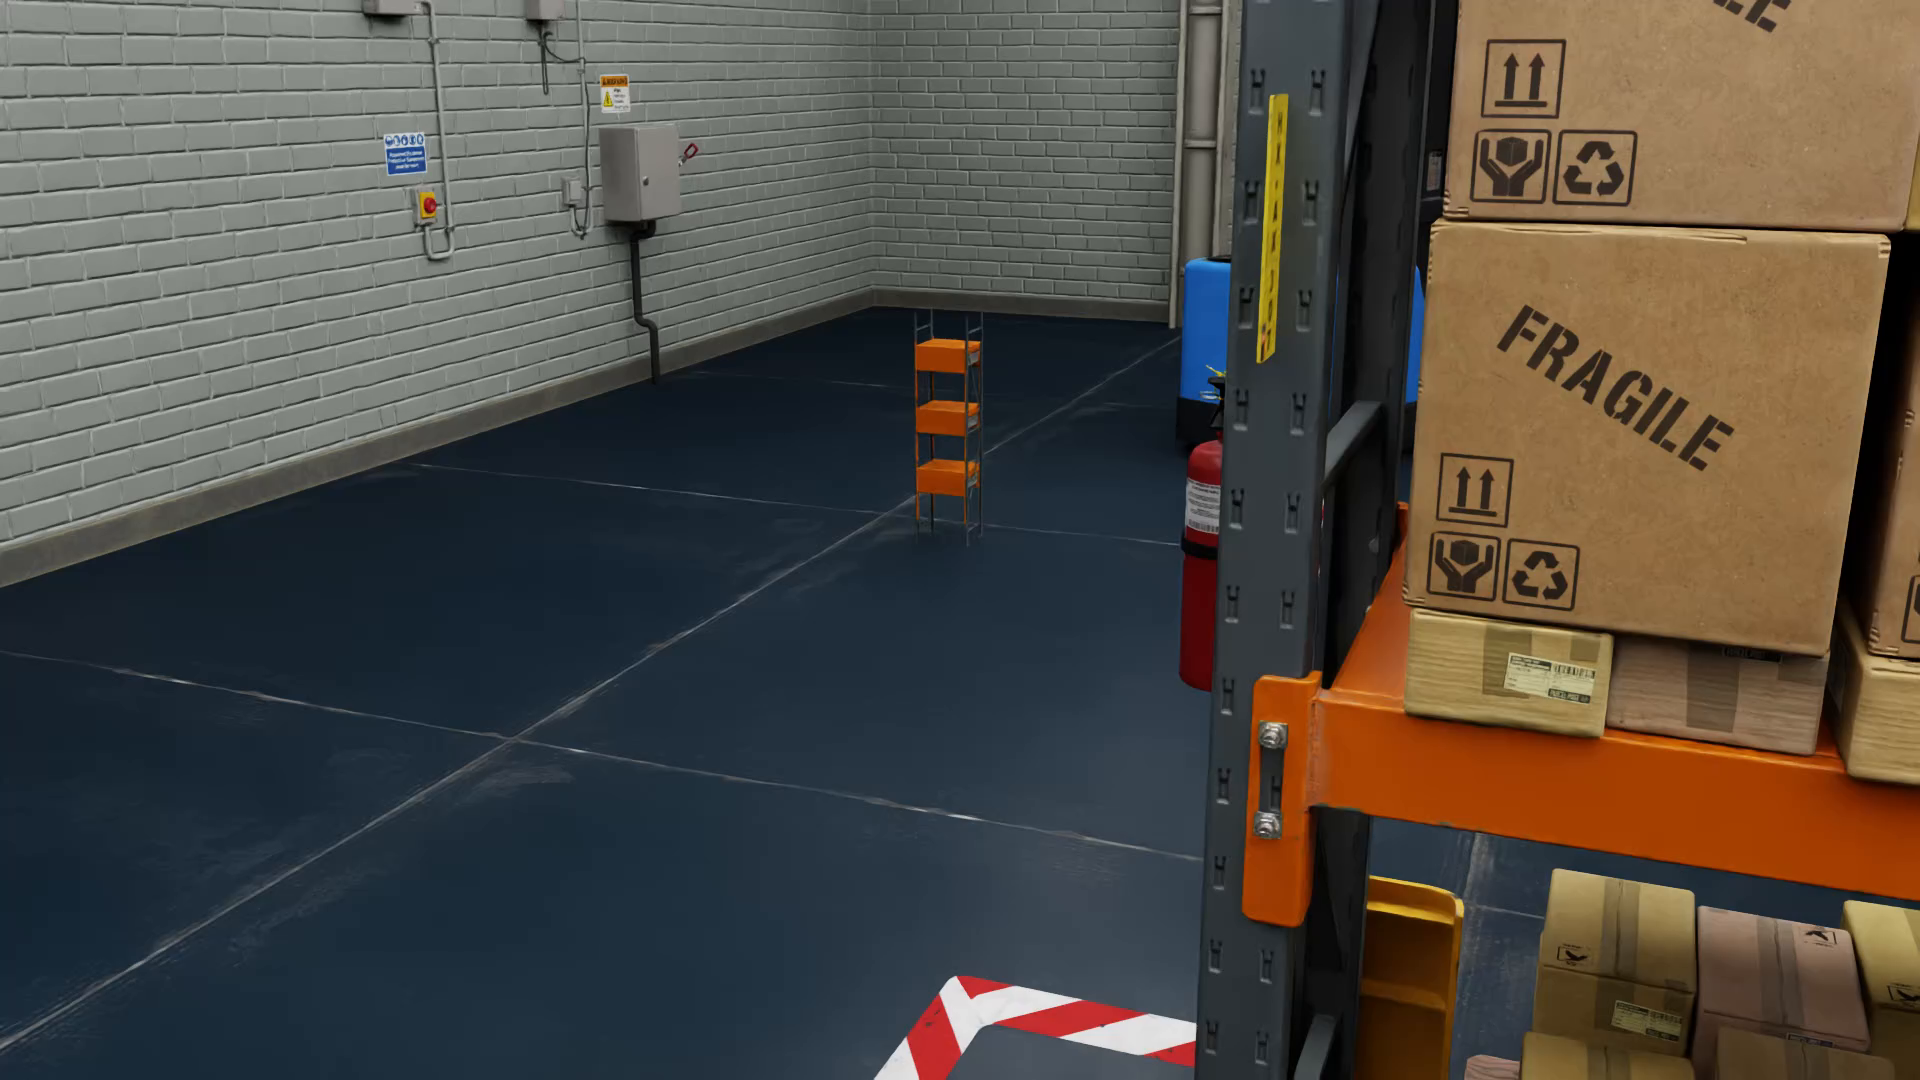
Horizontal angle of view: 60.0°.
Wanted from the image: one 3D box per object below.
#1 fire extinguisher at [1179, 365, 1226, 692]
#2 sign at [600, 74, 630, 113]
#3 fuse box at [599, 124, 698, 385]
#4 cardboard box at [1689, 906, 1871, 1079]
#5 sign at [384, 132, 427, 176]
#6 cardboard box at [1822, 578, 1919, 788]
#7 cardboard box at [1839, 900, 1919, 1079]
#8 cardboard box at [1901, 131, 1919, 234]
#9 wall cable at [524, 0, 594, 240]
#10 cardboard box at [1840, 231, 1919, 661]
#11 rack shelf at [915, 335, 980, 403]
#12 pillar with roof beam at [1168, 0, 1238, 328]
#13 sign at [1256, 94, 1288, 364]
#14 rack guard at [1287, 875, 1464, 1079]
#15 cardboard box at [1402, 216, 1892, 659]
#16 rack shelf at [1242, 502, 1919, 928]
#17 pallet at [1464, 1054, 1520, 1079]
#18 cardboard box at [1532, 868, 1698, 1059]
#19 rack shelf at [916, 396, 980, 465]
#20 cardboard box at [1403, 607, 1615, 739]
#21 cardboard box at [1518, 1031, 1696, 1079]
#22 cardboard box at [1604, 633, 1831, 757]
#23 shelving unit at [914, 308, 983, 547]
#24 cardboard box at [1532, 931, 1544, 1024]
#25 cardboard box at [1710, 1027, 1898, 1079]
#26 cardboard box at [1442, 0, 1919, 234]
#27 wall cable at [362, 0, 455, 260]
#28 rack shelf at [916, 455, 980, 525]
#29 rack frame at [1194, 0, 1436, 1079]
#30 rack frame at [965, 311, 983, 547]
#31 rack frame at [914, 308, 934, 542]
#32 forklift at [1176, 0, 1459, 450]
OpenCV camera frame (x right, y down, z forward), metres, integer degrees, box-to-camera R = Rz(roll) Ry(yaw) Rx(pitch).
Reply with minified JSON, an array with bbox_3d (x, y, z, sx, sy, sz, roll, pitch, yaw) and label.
[{"bbox_3d":[0.526,-0.043,3.250,0.183,0.674,0.296,6,17,21],"label":"fire extinguisher"},{"bbox_3d":[-2.248,-2.912,10.844,0.001,0.242,0.339,6,17,21],"label":"sign"},{"bbox_3d":[-2.035,-1.890,11.115,0.414,1.711,0.539,6,17,21],"label":"fuse box"},{"bbox_3d":[1.389,0.797,2.842,0.250,0.149,0.380,7,17,22],"label":"cardboard box"},{"bbox_3d":[-3.016,-2.103,9.051,0.001,0.218,0.327,6,17,21],"label":"sign"},{"bbox_3d":[1.254,0.181,2.119,0.250,0.149,0.380,6,17,19],"label":"cardboard box"},{"bbox_3d":[1.676,0.790,2.865,0.250,0.149,0.380,6,17,19],"label":"cardboard box"},{"bbox_3d":[1.383,-0.620,1.924,0.500,0.500,0.500,7,18,22],"label":"cardboard box"},{"bbox_3d":[-2.432,-2.836,10.240,0.122,1.984,0.588,6,17,21],"label":"wall cable"},{"bbox_3d":[1.414,-0.139,2.060,0.500,0.500,0.500,6,17,21],"label":"cardboard box"},{"bbox_3d":[-0.050,-0.772,7.470,0.240,0.259,0.215,6,17,21],"label":"rack shelf"},{"bbox_3d":[0.374,-4.970,8.653,0.400,9.000,9.100,6,17,21],"label":"pillar with roof beam"},{"bbox_3d":[0.392,-0.389,2.081,0.005,0.325,0.100,6,17,21],"label":"sign"},{"bbox_3d":[0.661,1.094,3.008,0.348,0.500,1.175,6,17,21],"label":"rack guard"},{"bbox_3d":[0.907,-0.187,2.226,0.500,0.500,0.500,7,18,23],"label":"cardboard box"},{"bbox_3d":[2.451,0.436,2.082,4.000,0.370,1.077,6,17,21],"label":"rack shelf"},{"bbox_3d":[1.404,1.325,2.731,1.213,0.211,1.003,6,17,21],"label":"pallet"},{"bbox_3d":[1.176,0.756,2.982,0.250,0.149,0.380,6,17,21],"label":"cardboard box"},{"bbox_3d":[-0.050,-0.499,7.549,0.240,0.259,0.215,6,17,21],"label":"rack shelf"},{"bbox_3d":[0.772,0.125,2.314,0.250,0.149,0.380,6,17,20],"label":"cardboard box"},{"bbox_3d":[0.953,0.909,2.454,0.250,0.149,0.380,5,17,18],"label":"cardboard box"},{"bbox_3d":[1.024,0.140,2.262,0.250,0.149,0.380,7,18,23],"label":"cardboard box"},{"bbox_3d":[-0.050,-0.510,7.546,0.252,1.050,0.215,6,17,21],"label":"shelving unit"},{"bbox_3d":[1.186,0.890,3.053,0.250,0.149,0.380,6,17,19],"label":"cardboard box"},{"bbox_3d":[1.254,0.906,2.465,0.250,0.149,0.380,7,17,22],"label":"cardboard box"},{"bbox_3d":[0.911,-0.670,2.096,0.500,0.500,0.500,6,17,20],"label":"cardboard box"},{"bbox_3d":[-2.941,-2.482,8.964,0.123,1.953,0.585,6,17,21],"label":"wall cable"},{"bbox_3d":[-0.050,-0.233,7.627,0.240,0.259,0.215,6,17,21],"label":"rack shelf"},{"bbox_3d":[0.589,-0.113,2.683,0.053,2.616,0.949,6,17,21],"label":"rack frame"},{"bbox_3d":[0.064,-0.497,7.503,0.008,1.050,0.200,6,17,21],"label":"rack frame"},{"bbox_3d":[-0.163,-0.522,7.589,0.008,1.050,0.200,6,17,21],"label":"rack frame"},{"bbox_3d":[2.638,-2.103,9.661,3.031,2.935,1.130,-15,22,-41],"label":"forklift"}]
